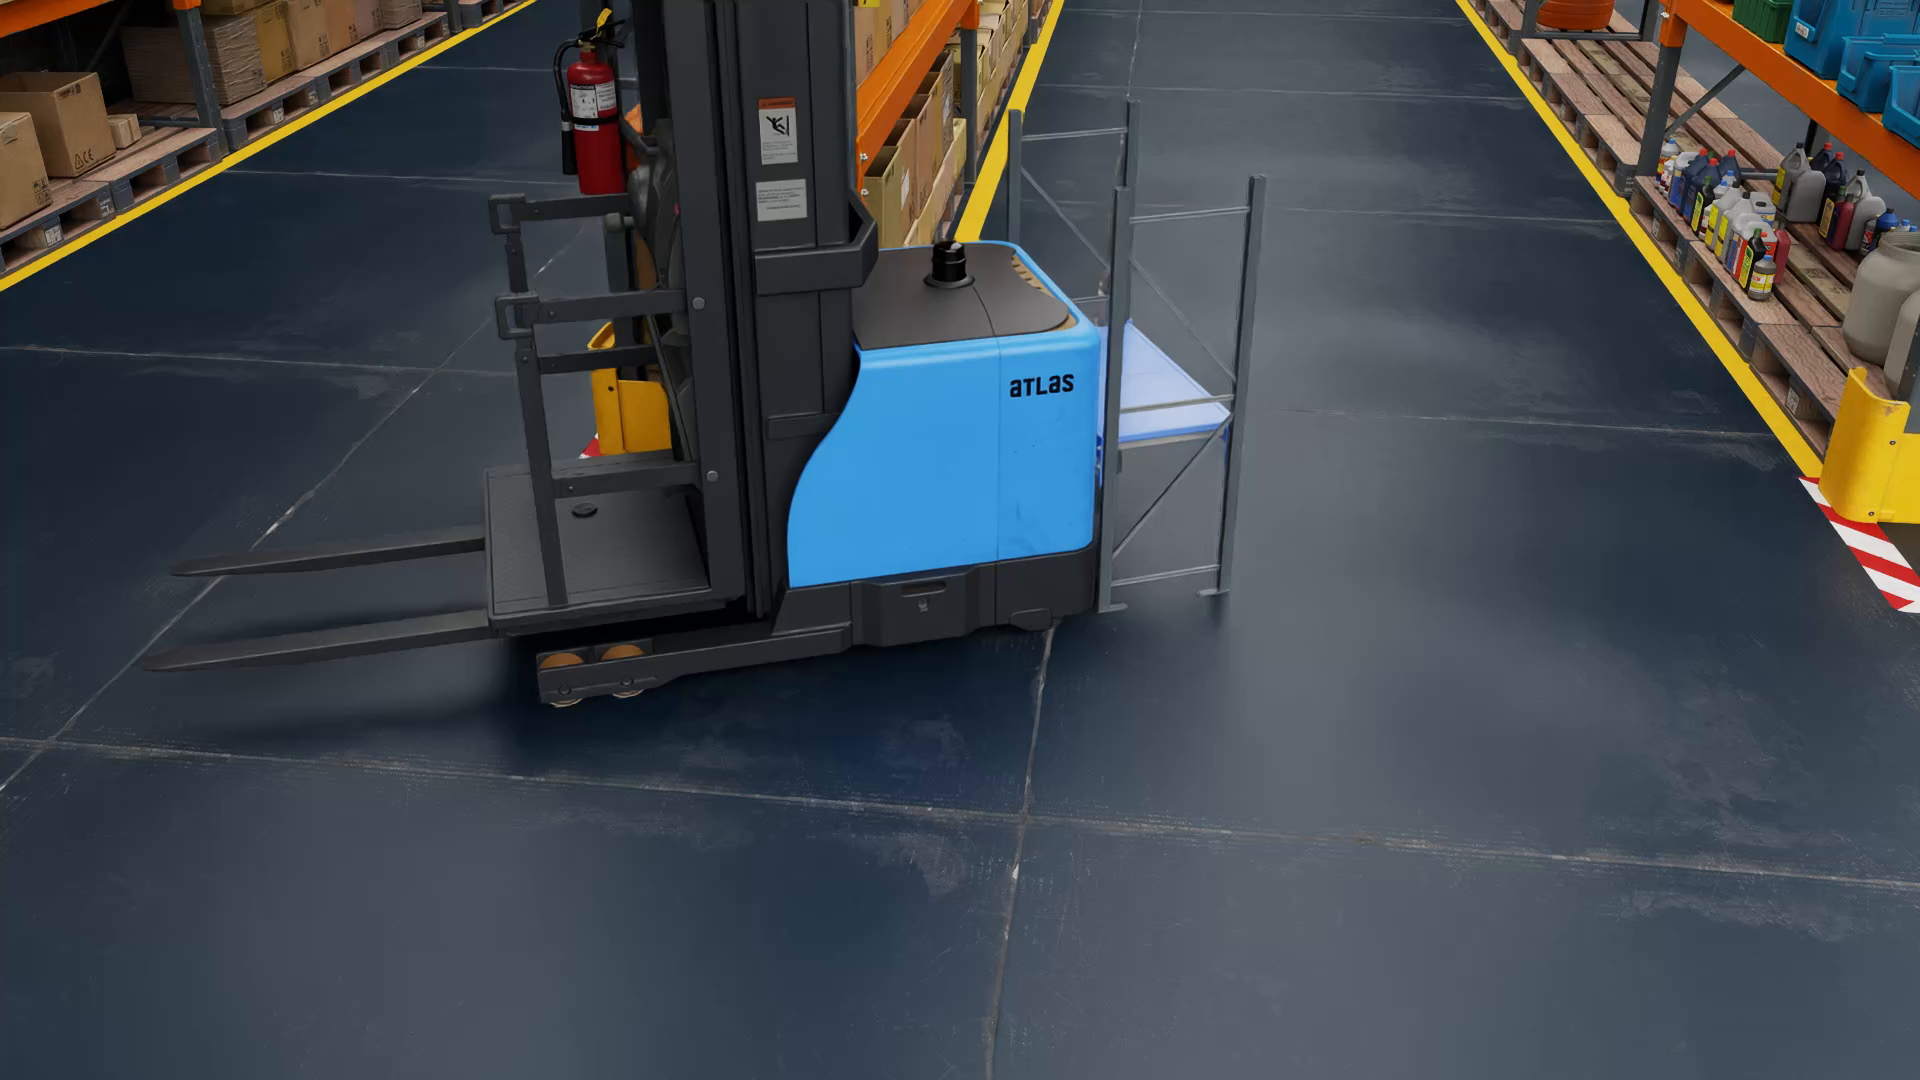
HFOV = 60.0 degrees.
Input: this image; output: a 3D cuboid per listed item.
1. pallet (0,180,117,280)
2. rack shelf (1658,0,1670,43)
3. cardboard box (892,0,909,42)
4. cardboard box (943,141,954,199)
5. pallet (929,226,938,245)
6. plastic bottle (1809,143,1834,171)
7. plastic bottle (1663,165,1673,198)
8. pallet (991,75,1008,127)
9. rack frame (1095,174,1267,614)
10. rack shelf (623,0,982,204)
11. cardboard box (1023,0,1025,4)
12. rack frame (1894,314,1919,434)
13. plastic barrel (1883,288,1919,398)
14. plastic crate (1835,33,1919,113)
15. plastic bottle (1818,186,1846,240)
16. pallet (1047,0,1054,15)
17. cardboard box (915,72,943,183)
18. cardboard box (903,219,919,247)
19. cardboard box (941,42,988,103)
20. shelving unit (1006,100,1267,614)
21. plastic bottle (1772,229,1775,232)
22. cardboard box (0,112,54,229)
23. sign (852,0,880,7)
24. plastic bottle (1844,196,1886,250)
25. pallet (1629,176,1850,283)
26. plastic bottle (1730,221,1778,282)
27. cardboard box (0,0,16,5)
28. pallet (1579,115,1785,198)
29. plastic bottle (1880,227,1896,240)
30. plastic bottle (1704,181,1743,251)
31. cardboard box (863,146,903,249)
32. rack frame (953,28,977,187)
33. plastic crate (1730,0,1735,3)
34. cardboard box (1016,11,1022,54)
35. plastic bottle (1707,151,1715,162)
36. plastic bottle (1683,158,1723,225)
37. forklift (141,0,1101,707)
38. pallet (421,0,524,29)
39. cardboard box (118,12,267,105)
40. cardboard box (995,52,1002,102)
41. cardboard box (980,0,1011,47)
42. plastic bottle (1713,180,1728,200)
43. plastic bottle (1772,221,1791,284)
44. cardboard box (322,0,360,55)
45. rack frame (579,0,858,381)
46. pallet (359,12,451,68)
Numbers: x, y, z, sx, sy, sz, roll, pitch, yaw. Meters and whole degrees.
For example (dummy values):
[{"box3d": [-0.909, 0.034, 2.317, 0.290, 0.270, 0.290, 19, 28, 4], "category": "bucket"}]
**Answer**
[{"box3d": [-5.511, -1.738, 9.253, 1.003, 0.211, 1.213, 3, 28, 6], "category": "pallet"}, {"box3d": [4.761, -3.909, 11.101, 1.077, 0.370, 4.000, 3, 28, 6], "category": "rack shelf"}, {"box3d": [-0.633, -2.683, 7.961, 0.700, 0.500, 0.500, 4, 29, 8], "category": "cardboard box"}, {"box3d": [-0.311, -2.082, 9.409, 0.500, 0.250, 0.500, 3, 28, 6], "category": "cardboard box"}, {"box3d": [-0.686, -1.398, 8.623, 1.003, 0.211, 1.213, 3, 28, 6], "category": "pallet"}, {"box3d": [4.723, -1.992, 9.113, 0.144, 0.351, 0.185, 3, 28, 5], "category": "plastic bottle"}, {"box3d": [4.017, -2.025, 9.334, 0.097, 0.201, 0.097, 0, 28, 0], "category": "plastic bottle"}, {"box3d": [-0.201, -3.271, 12.099, 1.003, 0.211, 1.213, 3, 28, 6], "category": "pallet"}, {"box3d": [0.715, -0.446, 5.496, 0.500, 1.500, 0.032, -8, 29, -15], "category": "rack frame"}, {"box3d": [-0.645, -2.315, 8.144, 1.077, 0.370, 4.000, 3, 28, 6], "category": "rack shelf"}, {"box3d": [0.270, -4.417, 13.151, 0.500, 0.311, 0.500, 4, 29, 8], "category": "cardboard box"}, {"box3d": [4.025, -1.401, 5.688, 1.000, 3.000, 0.127, 3, 28, 6], "category": "rack frame"}, {"box3d": [4.030, -0.805, 6.762, 0.421, 0.512, 0.421, 0, 28, 0], "category": "plastic barrel"}, {"box3d": [3.875, -1.894, 6.760, 0.499, 0.251, 0.408, 3, 28, 6], "category": "plastic crate"}, {"box3d": [4.555, -1.713, 8.668, 0.061, 0.283, 0.133, 3, 28, 6], "category": "plastic bottle"}, {"box3d": [0.371, -5.151, 15.588, 1.003, 0.211, 1.213, 3, 28, 6], "category": "pallet"}, {"box3d": [-0.370, -2.177, 8.794, 0.500, 0.500, 0.500, 3, 28, 6], "category": "cardboard box"}, {"box3d": [-0.484, -1.375, 8.097, 0.500, 0.250, 0.500, 3, 28, 6], "category": "cardboard box"}, {"box3d": [-0.102, -2.975, 10.474, 0.500, 0.311, 0.500, 3, 29, 6], "category": "cardboard box"}, {"box3d": [0.565, -0.676, 5.924, 0.538, 1.500, 1.048, -8, 29, -15], "category": "shelving unit"}, {"box3d": [4.017, -1.437, 8.241, 0.097, 0.201, 0.097, 0, 28, 0], "category": "plastic bottle"}, {"box3d": [-5.424, -2.001, 8.974, 0.700, 0.500, 0.500, 2, 28, 3], "category": "cardboard box"}, {"box3d": [-0.340, -2.072, 5.936, 0.100, 0.325, 0.005, 3, 28, 6], "category": "sign"}, {"box3d": [4.636, -1.640, 8.539, 0.152, 0.276, 0.135, 4, 29, 7], "category": "plastic bottle"}, {"box3d": [4.392, -1.743, 9.262, 1.003, 0.211, 1.213, 3, 28, 6], "category": "pallet"}, {"box3d": [3.873, -1.403, 8.099, 0.152, 0.276, 0.135, 4, 29, 7], "category": "plastic bottle"}, {"box3d": [-5.250, -2.853, 8.521, 0.500, 0.250, 0.500, 4, 29, 7], "category": "cardboard box"}, {"box3d": [4.573, -2.428, 10.535, 1.003, 0.211, 1.213, 3, 28, 6], "category": "pallet"}, {"box3d": [4.623, -1.453, 8.271, 0.097, 0.201, 0.097, 0, 28, 0], "category": "plastic bottle"}, {"box3d": [3.930, -1.667, 8.510, 0.144, 0.351, 0.185, 3, 28, 6], "category": "plastic bottle"}, {"box3d": [-0.544, -1.470, 7.482, 0.500, 0.500, 0.500, 3, 28, 6], "category": "cardboard box"}, {"box3d": [-0.400, -3.574, 9.721, 1.000, 3.000, 0.127, 3, 28, 6], "category": "rack frame"}, {"box3d": [4.325, -3.018, 8.754, 0.767, 0.338, 0.504, 3, 28, 6], "category": "plastic crate"}, {"box3d": [0.208, -3.926, 12.831, 0.500, 0.250, 0.500, 3, 28, 6], "category": "cardboard box"}, {"box3d": [4.135, -1.998, 9.195, 0.061, 0.283, 0.133, 3, 28, 6], "category": "plastic bottle"}, {"box3d": [3.982, -1.867, 8.881, 0.144, 0.351, 0.185, 2, 28, 4], "category": "plastic bottle"}, {"box3d": [-1.114, -1.041, 5.092, 3.031, 2.935, 1.130, -7, 29, -13], "category": "forklift"}, {"box3d": [-4.655, -4.882, 15.089, 1.003, 0.211, 1.213, 3, 28, 6], "category": "pallet"}, {"box3d": [-5.243, -3.300, 11.385, 0.700, 0.500, 0.500, 4, 29, 8], "category": "cardboard box"}, {"box3d": [0.020, -3.208, 11.498, 0.500, 0.250, 0.500, 3, 28, 5], "category": "cardboard box"}, {"box3d": [0.085, -3.699, 11.818, 0.500, 0.311, 0.500, 4, 29, 8], "category": "cardboard box"}, {"box3d": [4.001, -1.760, 8.768, 0.097, 0.271, 0.097, 0, 28, 0], "category": "plastic bottle"}, {"box3d": [3.979, -1.400, 8.086, 0.061, 0.283, 0.133, 3, 28, 6], "category": "plastic bottle"}, {"box3d": [-5.075, -4.023, 12.726, 0.700, 0.500, 0.500, 3, 28, 6], "category": "cardboard box"}, {"box3d": [-0.890, -1.691, 6.226, 1.000, 3.000, 0.127, 3, 28, 6], "category": "rack frame"}, {"box3d": [-4.924, -4.147, 13.725, 1.003, 0.211, 1.213, 3, 28, 6], "category": "pallet"}]
